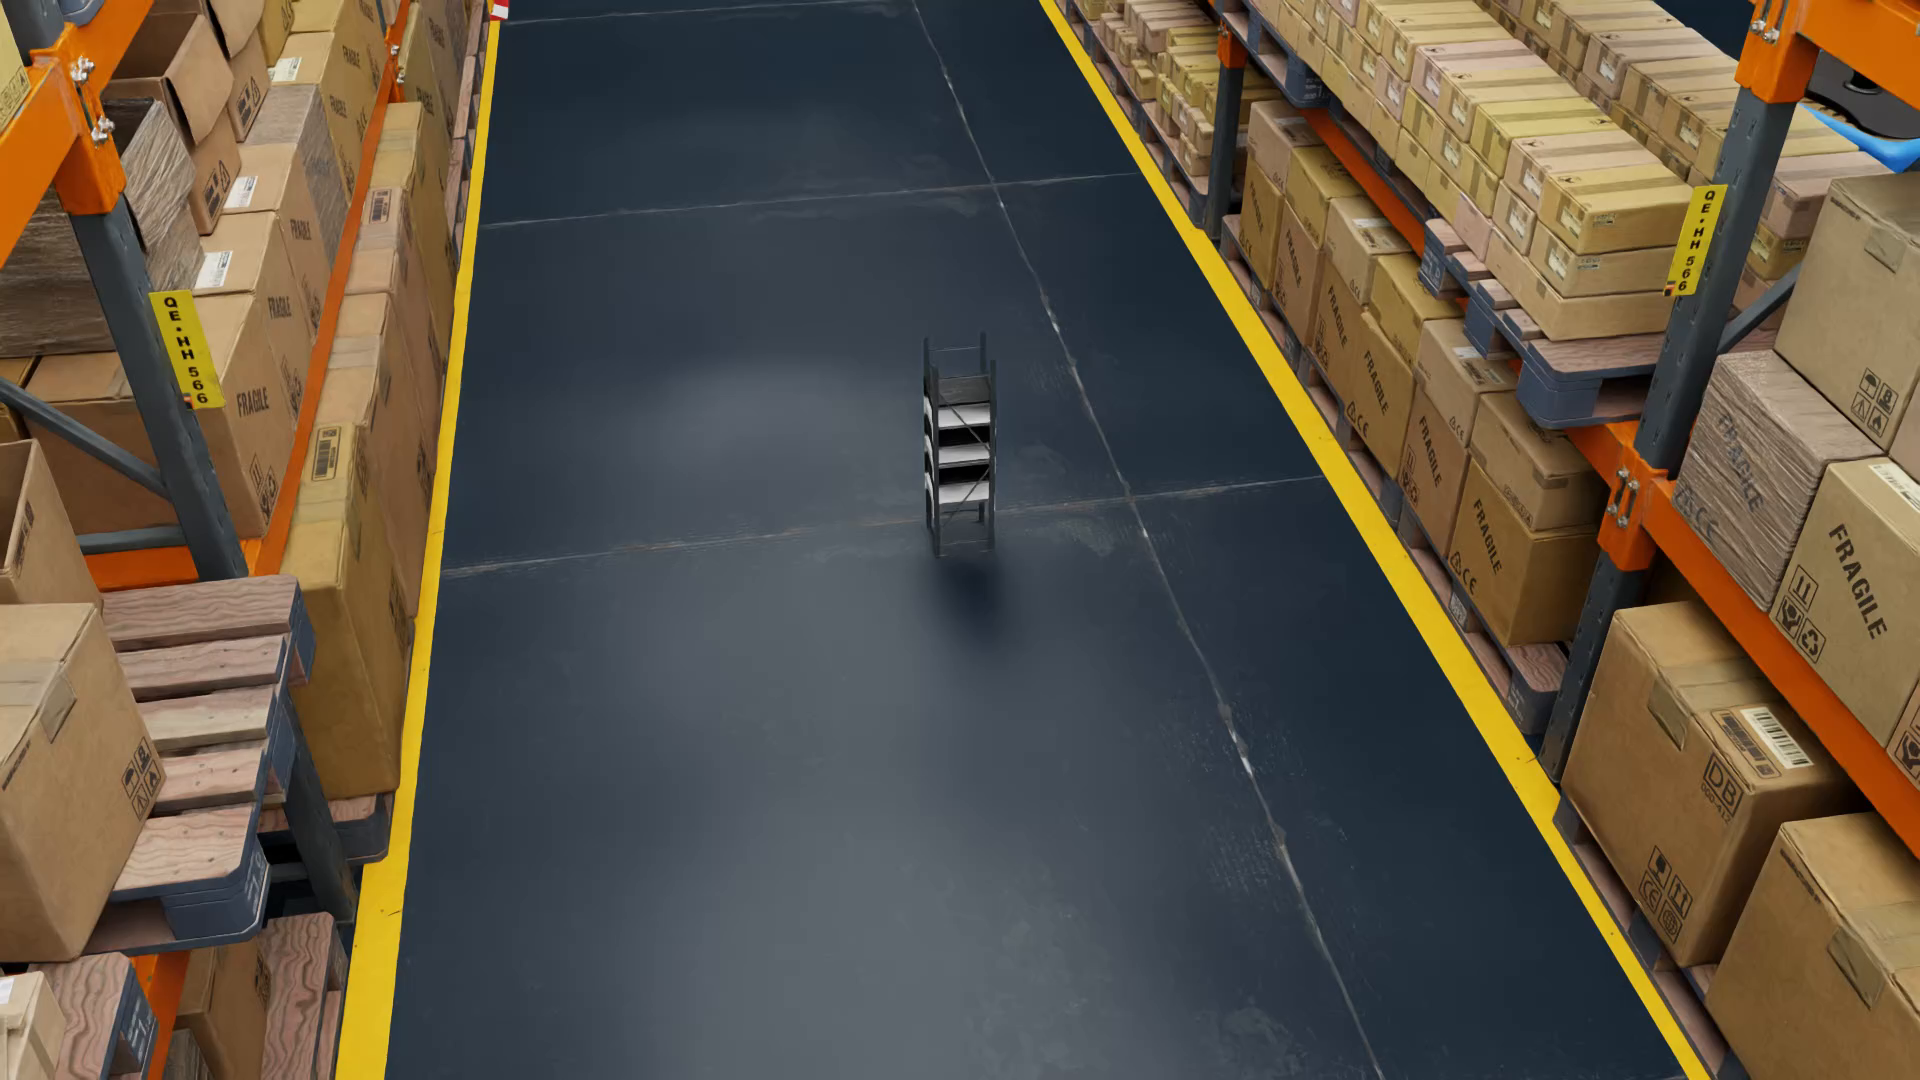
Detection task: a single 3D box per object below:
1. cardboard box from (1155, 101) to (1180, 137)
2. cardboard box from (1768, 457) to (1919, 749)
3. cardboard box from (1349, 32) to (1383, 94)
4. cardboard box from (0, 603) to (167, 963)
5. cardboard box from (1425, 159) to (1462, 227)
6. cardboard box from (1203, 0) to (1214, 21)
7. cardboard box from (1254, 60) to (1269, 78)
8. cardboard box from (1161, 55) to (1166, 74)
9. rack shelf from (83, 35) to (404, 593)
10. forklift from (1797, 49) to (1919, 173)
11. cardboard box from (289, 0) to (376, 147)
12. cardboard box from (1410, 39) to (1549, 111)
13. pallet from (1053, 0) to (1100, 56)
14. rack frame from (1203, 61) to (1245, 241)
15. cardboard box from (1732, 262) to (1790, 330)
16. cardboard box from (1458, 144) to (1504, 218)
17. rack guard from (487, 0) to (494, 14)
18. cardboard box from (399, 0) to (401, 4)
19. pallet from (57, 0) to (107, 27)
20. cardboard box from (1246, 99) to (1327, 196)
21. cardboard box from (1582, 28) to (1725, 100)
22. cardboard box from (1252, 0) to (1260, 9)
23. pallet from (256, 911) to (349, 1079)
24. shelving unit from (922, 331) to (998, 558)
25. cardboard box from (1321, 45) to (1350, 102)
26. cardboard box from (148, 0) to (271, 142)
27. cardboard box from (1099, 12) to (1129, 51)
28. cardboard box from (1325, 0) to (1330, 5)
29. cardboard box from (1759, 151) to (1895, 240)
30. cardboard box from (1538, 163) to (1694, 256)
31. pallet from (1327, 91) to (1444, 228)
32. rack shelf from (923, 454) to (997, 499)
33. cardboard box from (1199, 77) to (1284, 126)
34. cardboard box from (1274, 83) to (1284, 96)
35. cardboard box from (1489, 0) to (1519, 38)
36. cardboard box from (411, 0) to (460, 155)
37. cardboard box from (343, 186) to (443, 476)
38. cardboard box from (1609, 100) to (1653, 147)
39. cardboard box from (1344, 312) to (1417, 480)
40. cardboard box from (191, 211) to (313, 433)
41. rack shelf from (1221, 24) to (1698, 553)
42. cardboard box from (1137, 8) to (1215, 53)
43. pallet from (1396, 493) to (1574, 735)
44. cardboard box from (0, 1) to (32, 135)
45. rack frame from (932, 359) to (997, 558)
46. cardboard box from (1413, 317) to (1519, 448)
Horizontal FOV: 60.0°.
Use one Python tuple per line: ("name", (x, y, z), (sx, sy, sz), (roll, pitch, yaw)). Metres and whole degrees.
("cardboard box", (1.325, -2.413, 9.392), (0.380, 0.149, 0.250), (-7, 38, -9))
("cardboard box", (2.409, 0.130, 4.057), (0.500, 0.500, 0.500), (-7, 38, -8))
("cardboard box", (1.695, -1.806, 6.250), (0.380, 0.149, 0.250), (-7, 38, -9))
("cardboard box", (-2.067, 0.478, 3.267), (0.700, 0.500, 0.500), (-1, 38, -1))
("cardboard box", (1.837, -1.209, 5.724), (0.380, 0.149, 0.250), (-7, 38, -9))
("cardboard box", (1.698, -3.357, 10.366), (0.380, 0.149, 0.250), (-4, 38, -6))
("cardboard box", (1.863, -2.679, 9.250), (0.380, 0.149, 0.250), (-7, 38, -9))
("cardboard box", (1.363, -2.651, 9.457), (0.380, 0.149, 0.250), (-6, 38, -8))
("rack shelf", (-2.748, -0.889, 6.036), (1.077, 0.370, 4.000), (-6, 38, -8))
("forklift", (5.143, -2.650, 7.772), (3.031, 2.935, 1.130), (-16, 41, -20))
("cardboard box", (-2.668, -1.868, 6.628), (0.500, 0.500, 0.500), (-5, 38, -7))
("cardboard box", (1.792, -1.603, 5.746), (0.380, 0.149, 0.250), (-6, 38, -8))
("pallet", (1.222, -3.628, 11.248), (1.003, 0.211, 1.213), (-6, 38, -8))
("rack frame", (1.802, -2.854, 7.978), (1.000, 3.000, 0.127), (-6, 38, -8))
("cardboard box", (2.624, -0.796, 5.193), (0.380, 0.149, 0.250), (-7, 38, -9))
("cardboard box", (1.872, -1.191, 5.458), (0.380, 0.149, 0.250), (-5, 38, -7))
("rack guard", (-3.804, -3.825, 11.266), (1.175, 0.500, 0.348), (-6, 38, -8))
("cardboard box", (-2.869, -2.655, 7.928), (0.380, 0.149, 0.250), (-7, 38, -9))
("pallet", (-2.562, -1.459, 3.891), (1.213, 0.211, 1.003), (-5, 38, -6))
("cardboard box", (1.672, -1.854, 7.775), (0.500, 0.250, 0.500), (-8, 39, -10))
("cardboard box", (2.430, -1.673, 5.836), (0.380, 0.149, 0.250), (-5, 38, -6))
("cardboard box", (1.473, -2.466, 7.342), (0.380, 0.149, 0.250), (-6, 38, -7))
("pallet", (-2.262, 1.608, 4.508), (1.003, 0.211, 1.213), (-6, 38, -8))
("shelving unit", (-0.001, -0.360, 6.480), (0.258, 0.900, 0.210), (-6, 38, -8))
("cardboard box", (1.653, -1.845, 6.542), (0.380, 0.149, 0.250), (-7, 38, -9))
("cardboard box", (-2.745, -1.643, 5.520), (0.797, 0.503, 0.637), (-5, 38, -6))
("cardboard box", (1.088, -3.191, 10.393), (0.380, 0.149, 0.250), (-8, 39, -10))
("cardboard box", (1.603, -2.240, 6.565), (0.380, 0.149, 0.250), (-7, 38, -8))
("cardboard box", (2.613, -1.042, 5.024), (0.380, 0.149, 0.250), (-6, 38, -8))
("cardboard box", (1.966, -0.986, 4.952), (0.380, 0.149, 0.250), (-8, 38, -10))
("pallet", (2.116, -1.553, 6.461), (1.003, 0.211, 1.213), (-6, 38, -8))
("rack shelf", (-0.001, -0.263, 6.556), (0.258, 0.077, 0.200), (-6, 38, -8))
("cardboard box", (1.484, -2.316, 8.782), (0.380, 0.149, 0.250), (-5, 38, -7))
("cardboard box", (1.921, -2.408, 9.143), (0.380, 0.149, 0.250), (-6, 38, -8))
("cardboard box", (2.301, -2.023, 6.529), (0.380, 0.149, 0.250), (-6, 38, -8))
("cardboard box", (-3.293, -2.659, 9.117), (0.875, 0.875, 0.875), (-6, 38, -8))
("cardboard box", (-2.809, -0.784, 6.704), (1.225, 0.875, 0.875), (-7, 38, -10))
("cardboard box", (2.472, -1.412, 5.743), (0.380, 0.149, 0.250), (-6, 38, -8))
("cardboard box", (1.935, -0.618, 6.795), (0.500, 0.500, 0.500), (-8, 39, -10))
("cardboard box", (-2.307, -0.639, 5.046), (0.500, 0.500, 0.500), (-7, 38, -9))
("rack shelf", (2.153, -1.362, 6.644), (1.077, 0.370, 4.000), (-6, 38, -8))
("cardboard box", (1.242, -2.934, 9.578), (0.380, 0.149, 0.250), (-8, 39, -10))
("pallet", (2.368, 0.191, 6.332), (1.003, 0.211, 1.213), (-6, 38, -8))
("cardboard box", (-2.072, -0.830, 3.051), (0.500, 0.250, 0.500), (-6, 38, -8))
("rack frame", (0.016, -0.299, 6.401), (0.240, 0.900, 0.006), (-6, 38, -8))
("cardboard box", (2.026, -0.601, 6.163), (0.500, 0.250, 0.500), (-6, 38, -7))
